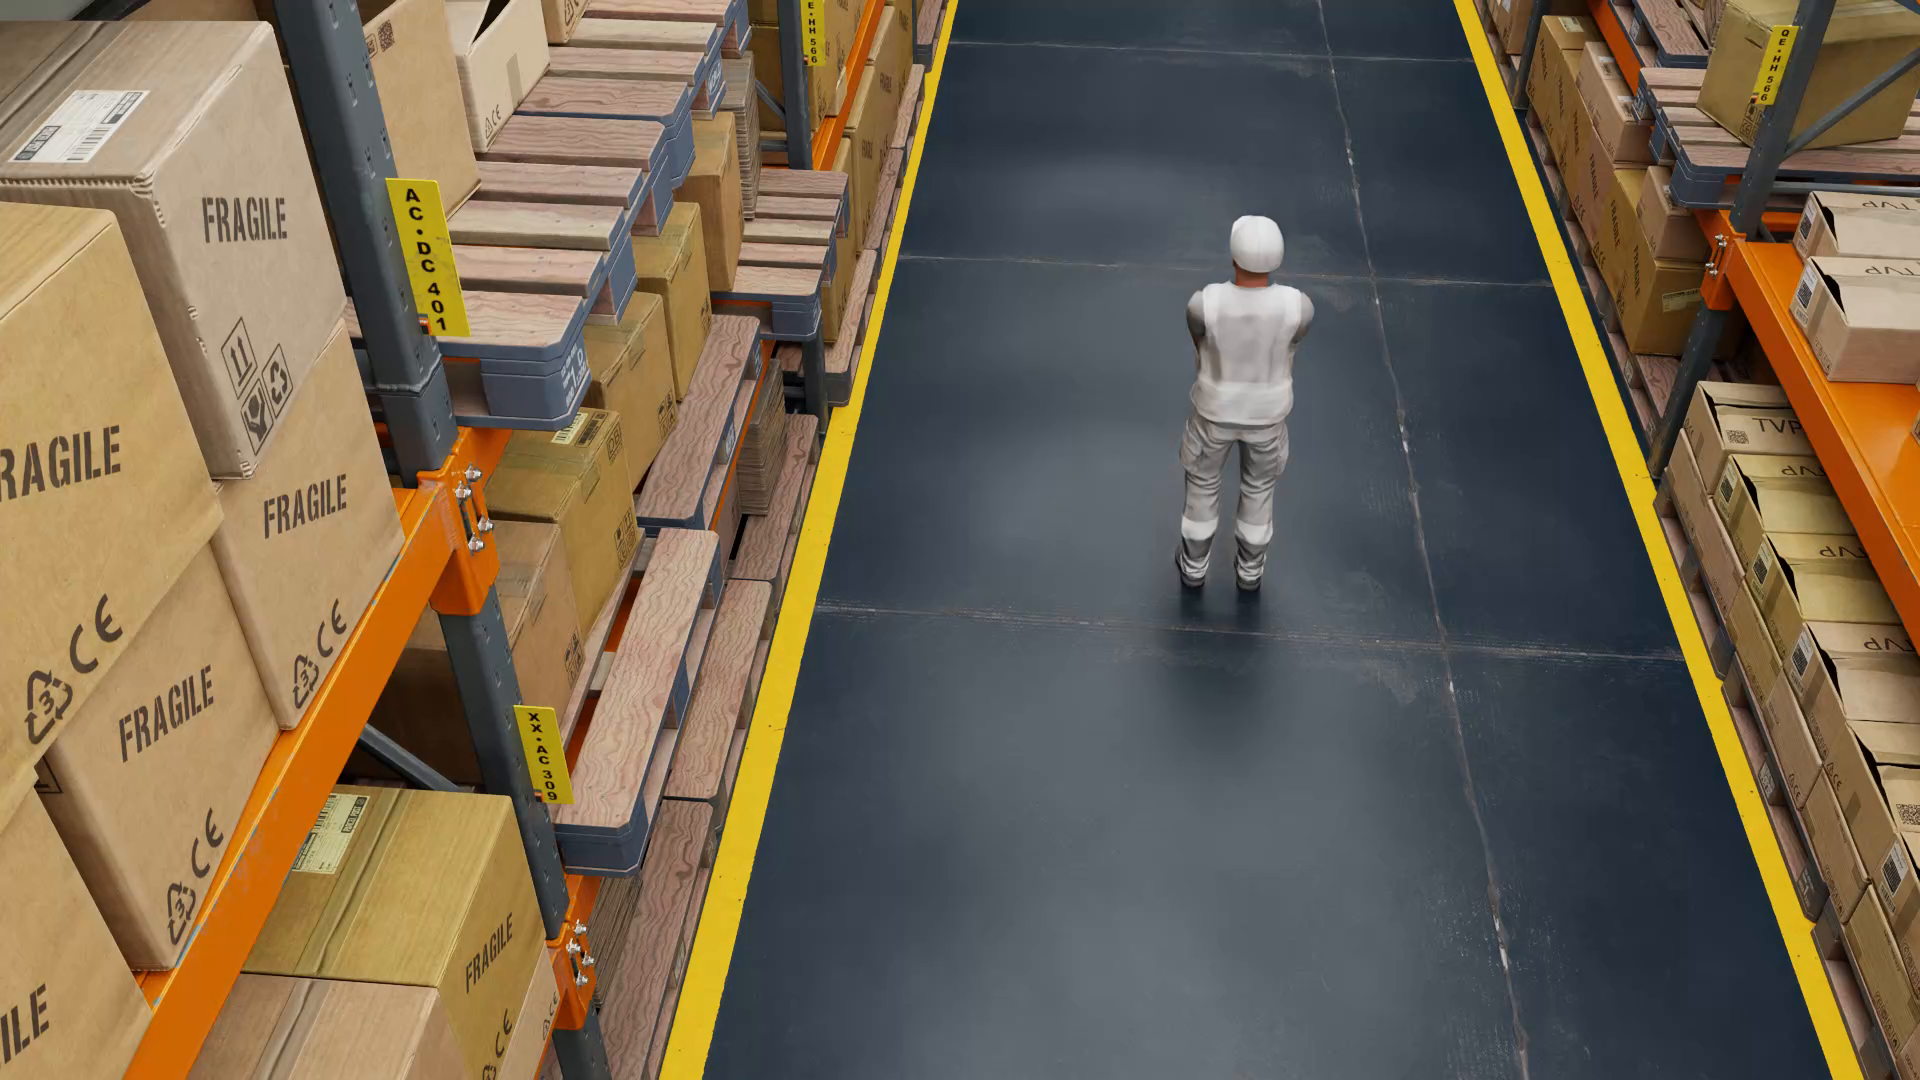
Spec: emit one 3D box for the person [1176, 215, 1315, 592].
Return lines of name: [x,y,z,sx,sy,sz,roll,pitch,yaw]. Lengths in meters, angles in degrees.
person: [1.141,-0.604,6.867,0.494,1.784,0.563,4,40,4]
